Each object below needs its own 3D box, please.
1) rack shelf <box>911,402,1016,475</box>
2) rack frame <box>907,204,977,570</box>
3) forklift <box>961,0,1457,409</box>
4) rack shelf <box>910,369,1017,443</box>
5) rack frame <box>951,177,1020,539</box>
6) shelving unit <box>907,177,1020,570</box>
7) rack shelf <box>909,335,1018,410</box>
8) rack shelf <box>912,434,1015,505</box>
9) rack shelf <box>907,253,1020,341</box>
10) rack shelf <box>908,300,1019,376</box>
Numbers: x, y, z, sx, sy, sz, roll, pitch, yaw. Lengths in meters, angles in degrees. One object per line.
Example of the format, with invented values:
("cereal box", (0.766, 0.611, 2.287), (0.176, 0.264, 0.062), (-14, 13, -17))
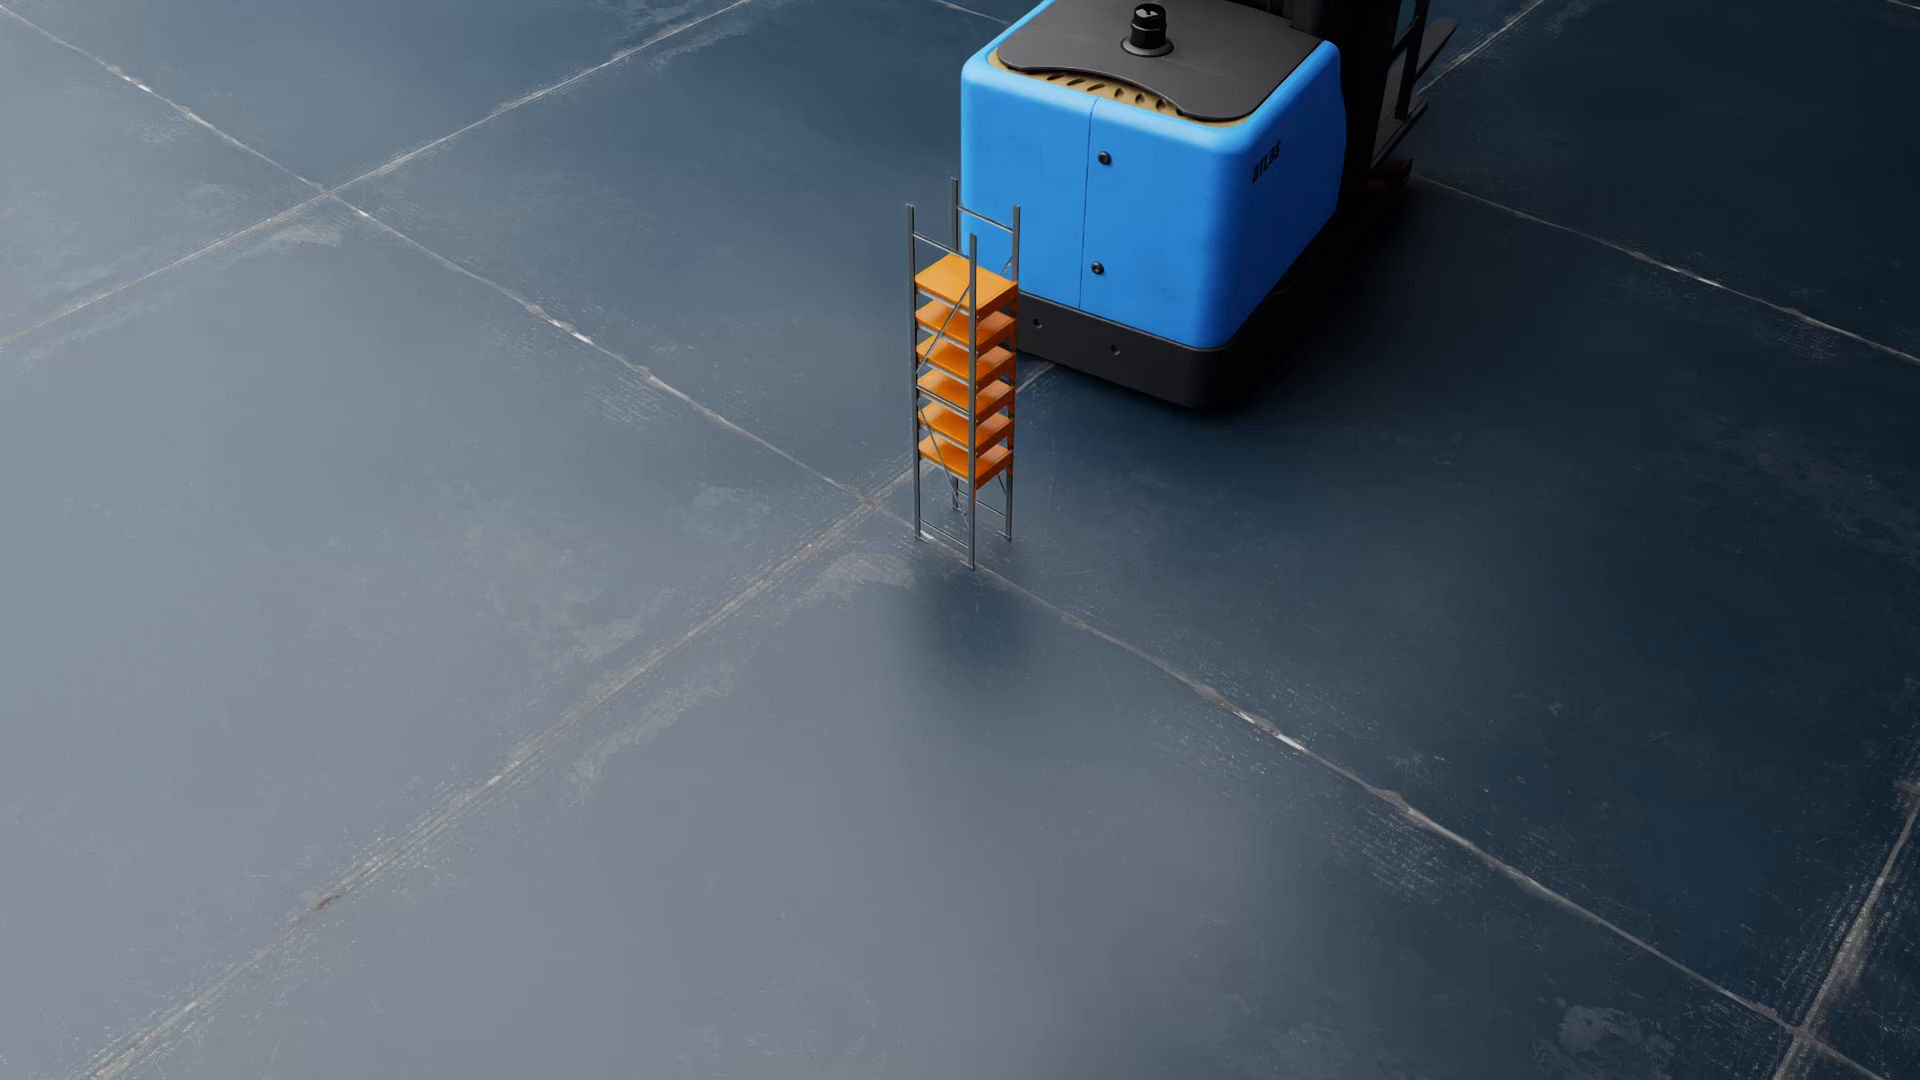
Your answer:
("rack shelf", (0.009, -0.330, 4.965), (0.258, 0.103, 0.180), (29, 50, 28))
("rack frame", (-0.050, -0.404, 4.803), (0.240, 1.200, 0.006), (29, 50, 28))
("forklift", (1.176, -2.503, 5.824), (1.130, 2.935, 3.031), (22, 47, 22))
("rack shelf", (0.009, -0.419, 4.884), (0.258, 0.103, 0.180), (29, 50, 28))
("rack frame", (0.068, -0.498, 4.906), (0.240, 1.200, 0.006), (29, 50, 28))
("shelving unit", (0.009, -0.451, 4.855), (0.258, 1.200, 0.189), (29, 50, 28))
("rack shelf", (0.009, -0.507, 4.804), (0.258, 0.103, 0.180), (29, 50, 28))
("rack shelf", (0.009, -0.241, 5.046), (0.258, 0.103, 0.180), (29, 50, 28))
("rack shelf", (0.009, -0.685, 4.642), (0.258, 0.103, 0.180), (29, 50, 28))
("rack shelf", (0.009, -0.596, 4.723), (0.258, 0.103, 0.180), (29, 50, 28))
